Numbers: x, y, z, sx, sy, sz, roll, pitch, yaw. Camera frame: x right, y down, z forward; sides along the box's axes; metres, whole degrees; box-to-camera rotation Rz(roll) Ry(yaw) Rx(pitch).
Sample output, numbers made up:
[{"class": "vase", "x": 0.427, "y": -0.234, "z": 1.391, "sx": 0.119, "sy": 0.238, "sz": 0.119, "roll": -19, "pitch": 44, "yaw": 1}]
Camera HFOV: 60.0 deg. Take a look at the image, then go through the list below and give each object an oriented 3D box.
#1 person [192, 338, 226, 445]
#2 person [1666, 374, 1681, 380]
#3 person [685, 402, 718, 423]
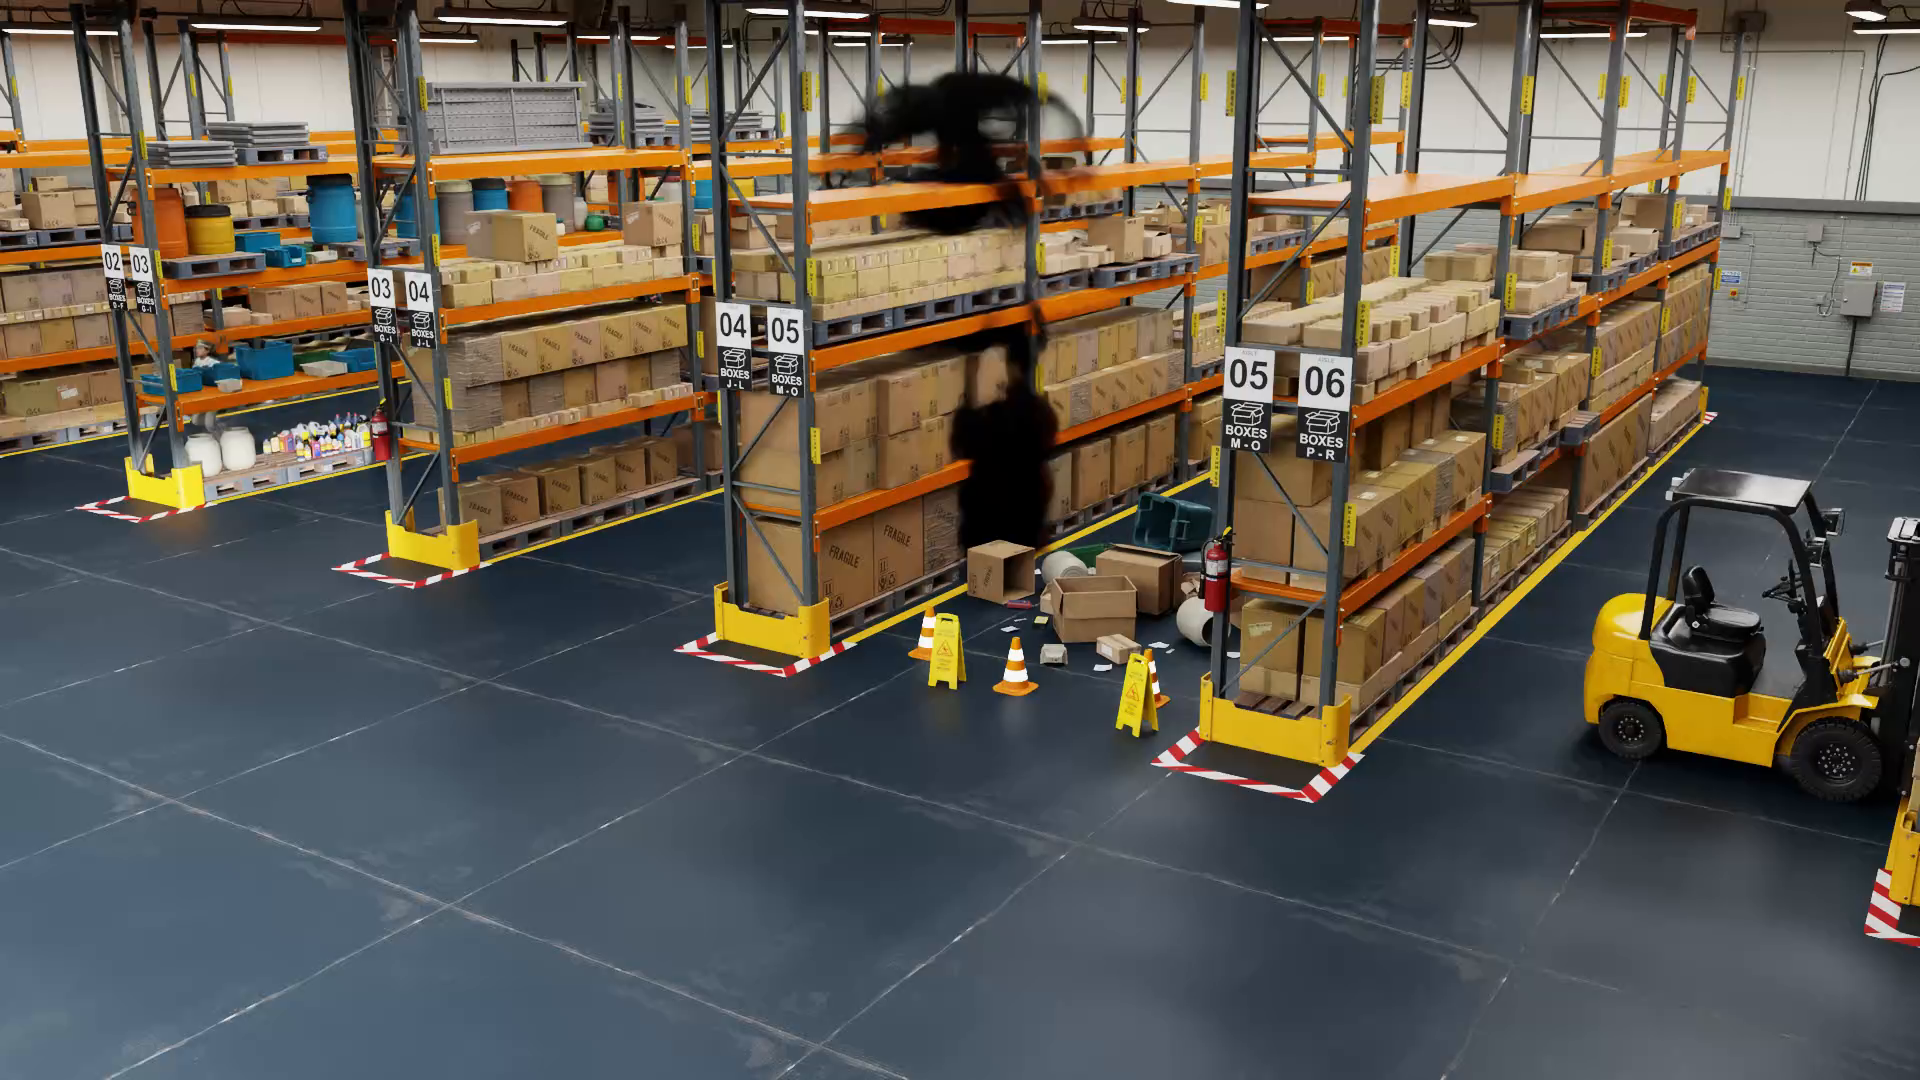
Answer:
[{"class": "person", "x": -10.559, "y": -2.013, "z": 23.382, "sx": 0.645, "sy": 1.667, "sz": 0.558, "roll": 8, "pitch": 17, "yaw": 26}, {"class": "person", "x": 11.532, "y": -3.088, "z": 27.193, "sx": 0.712, "sy": 1.689, "sz": 0.841, "roll": -9, "pitch": 18, "yaw": -30}, {"class": "person", "x": -4.011, "y": -2.673, "z": 25.739, "sx": 0.596, "sy": 1.731, "sz": 0.747, "roll": 9, "pitch": 18, "yaw": 30}]
